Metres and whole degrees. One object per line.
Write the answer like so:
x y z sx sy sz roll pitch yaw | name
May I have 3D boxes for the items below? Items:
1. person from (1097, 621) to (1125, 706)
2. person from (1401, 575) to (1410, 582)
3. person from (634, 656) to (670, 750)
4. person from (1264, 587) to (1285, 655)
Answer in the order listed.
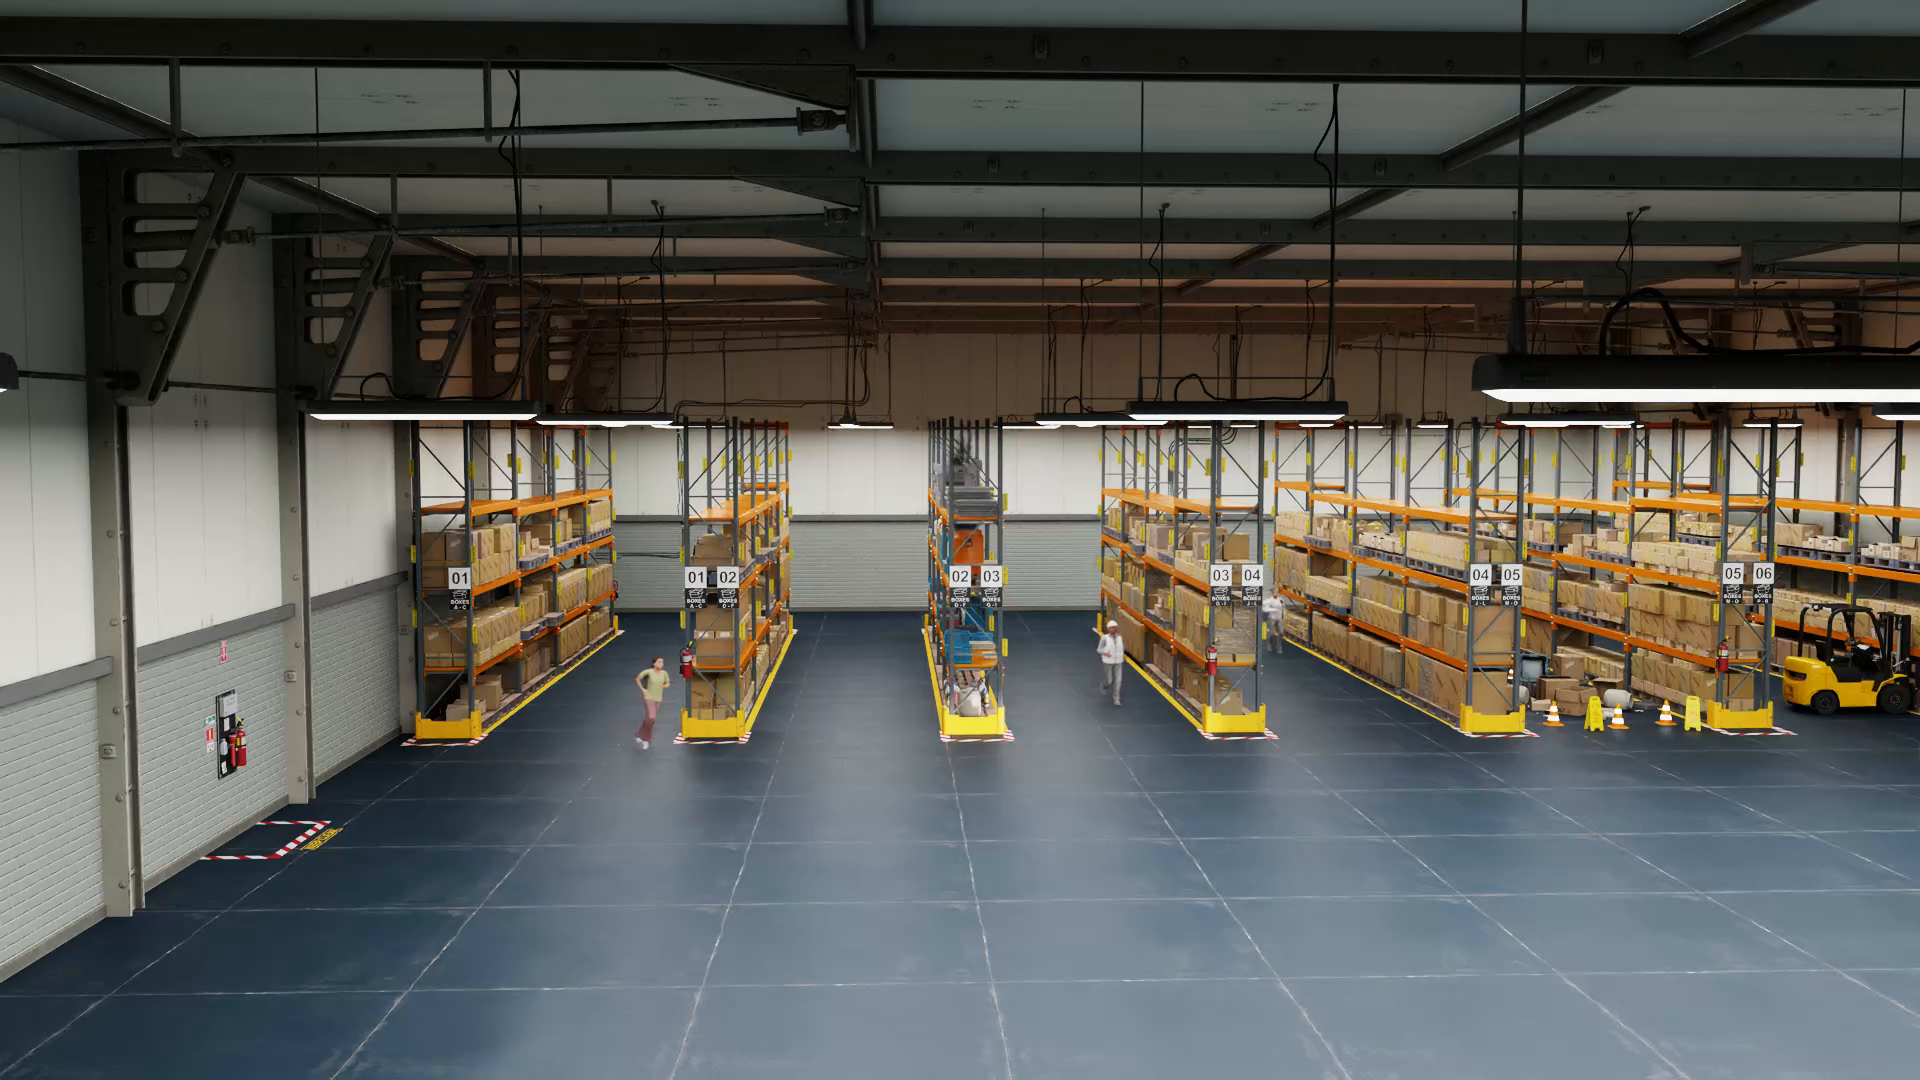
3.201 2.563 34.837 0.662 1.752 0.926 -1 4 -14 | person
13.142 1.716 49.327 0.499 1.581 0.702 0 4 3 | person
-5.631 2.947 30.337 0.674 1.679 0.707 -3 5 -41 | person
8.130 2.081 42.910 0.632 1.755 0.737 -1 4 -9 | person
